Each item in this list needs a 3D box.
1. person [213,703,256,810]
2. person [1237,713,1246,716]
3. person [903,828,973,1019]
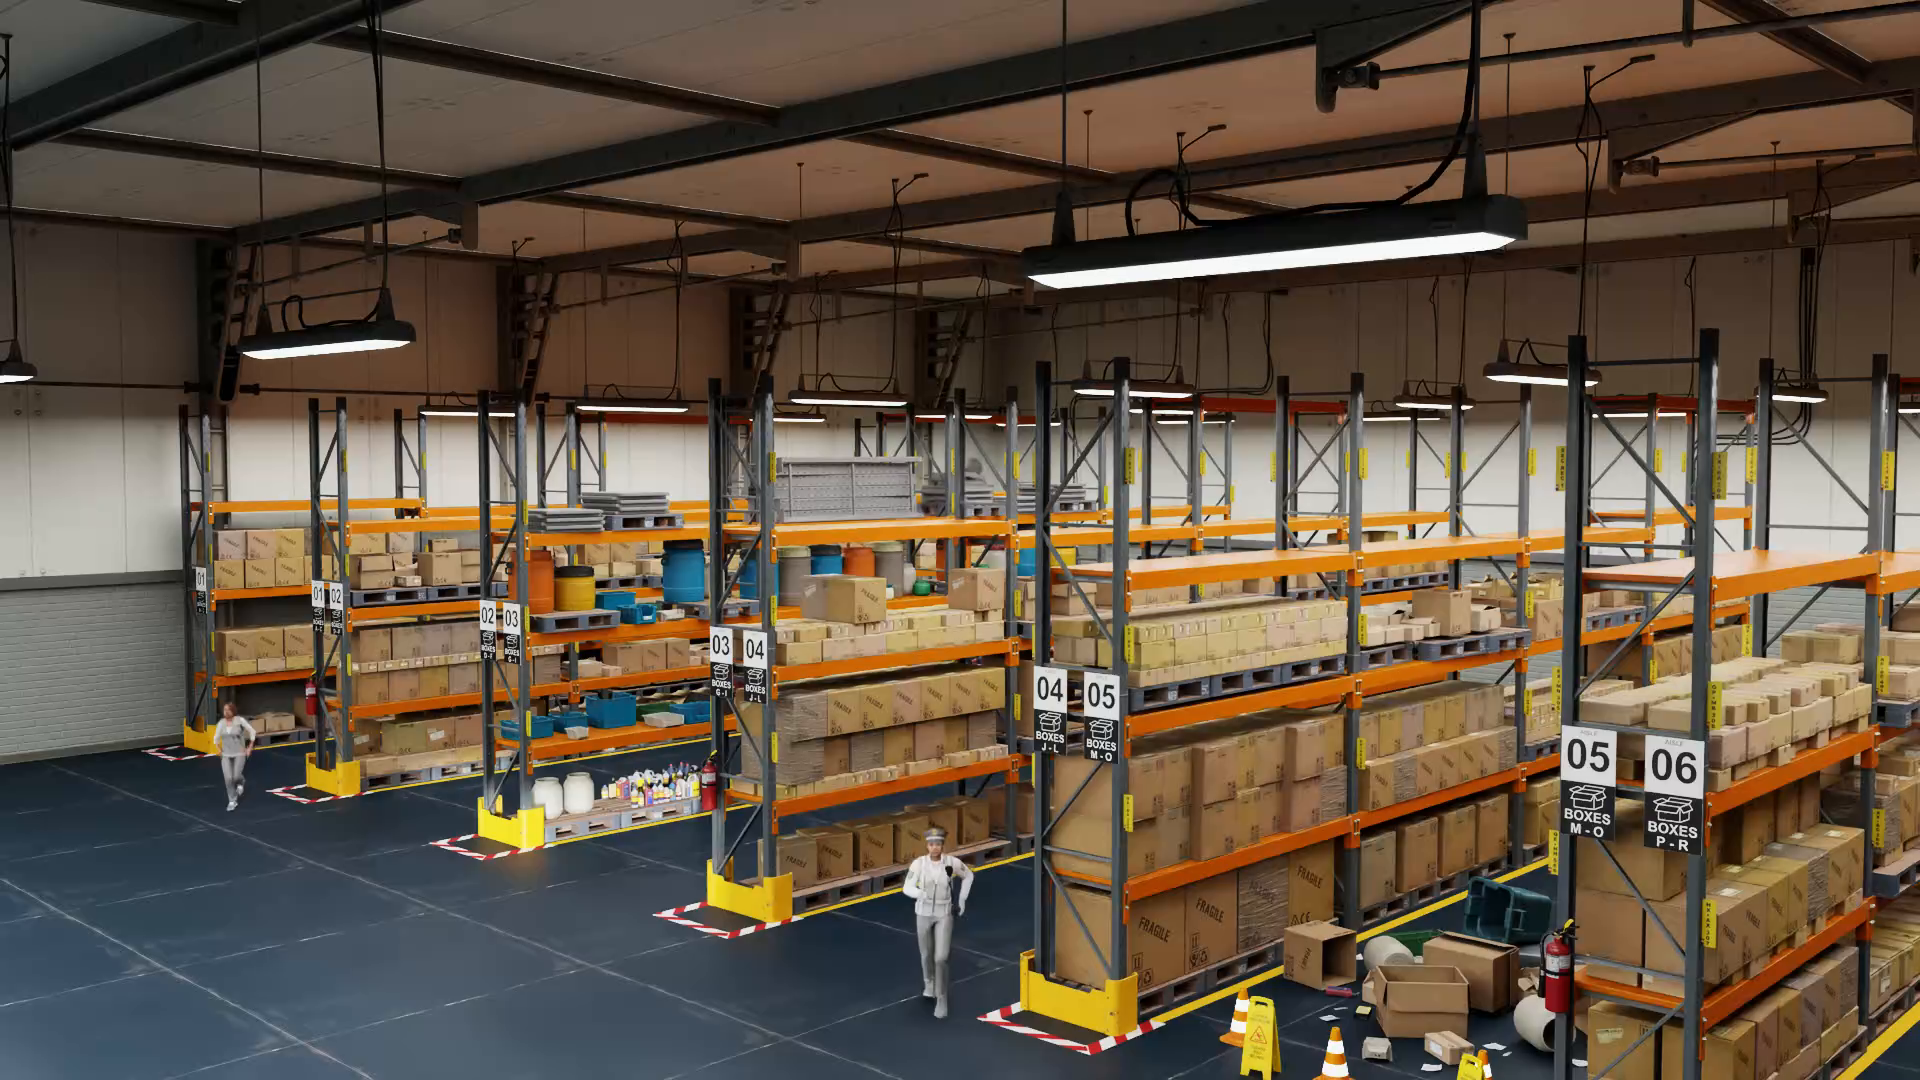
[{"bbox_3d":[-10.521,3.128,24.098,0.561,1.562,0.611,0,3,-9],"label":"person"},{"bbox_3d":[3.815,3.141,22.610,0.548,1.696,0.687,2,4,34],"label":"person"},{"bbox_3d":[-0.214,3.510,15.380,0.615,1.734,0.726,0,3,9],"label":"person"}]
